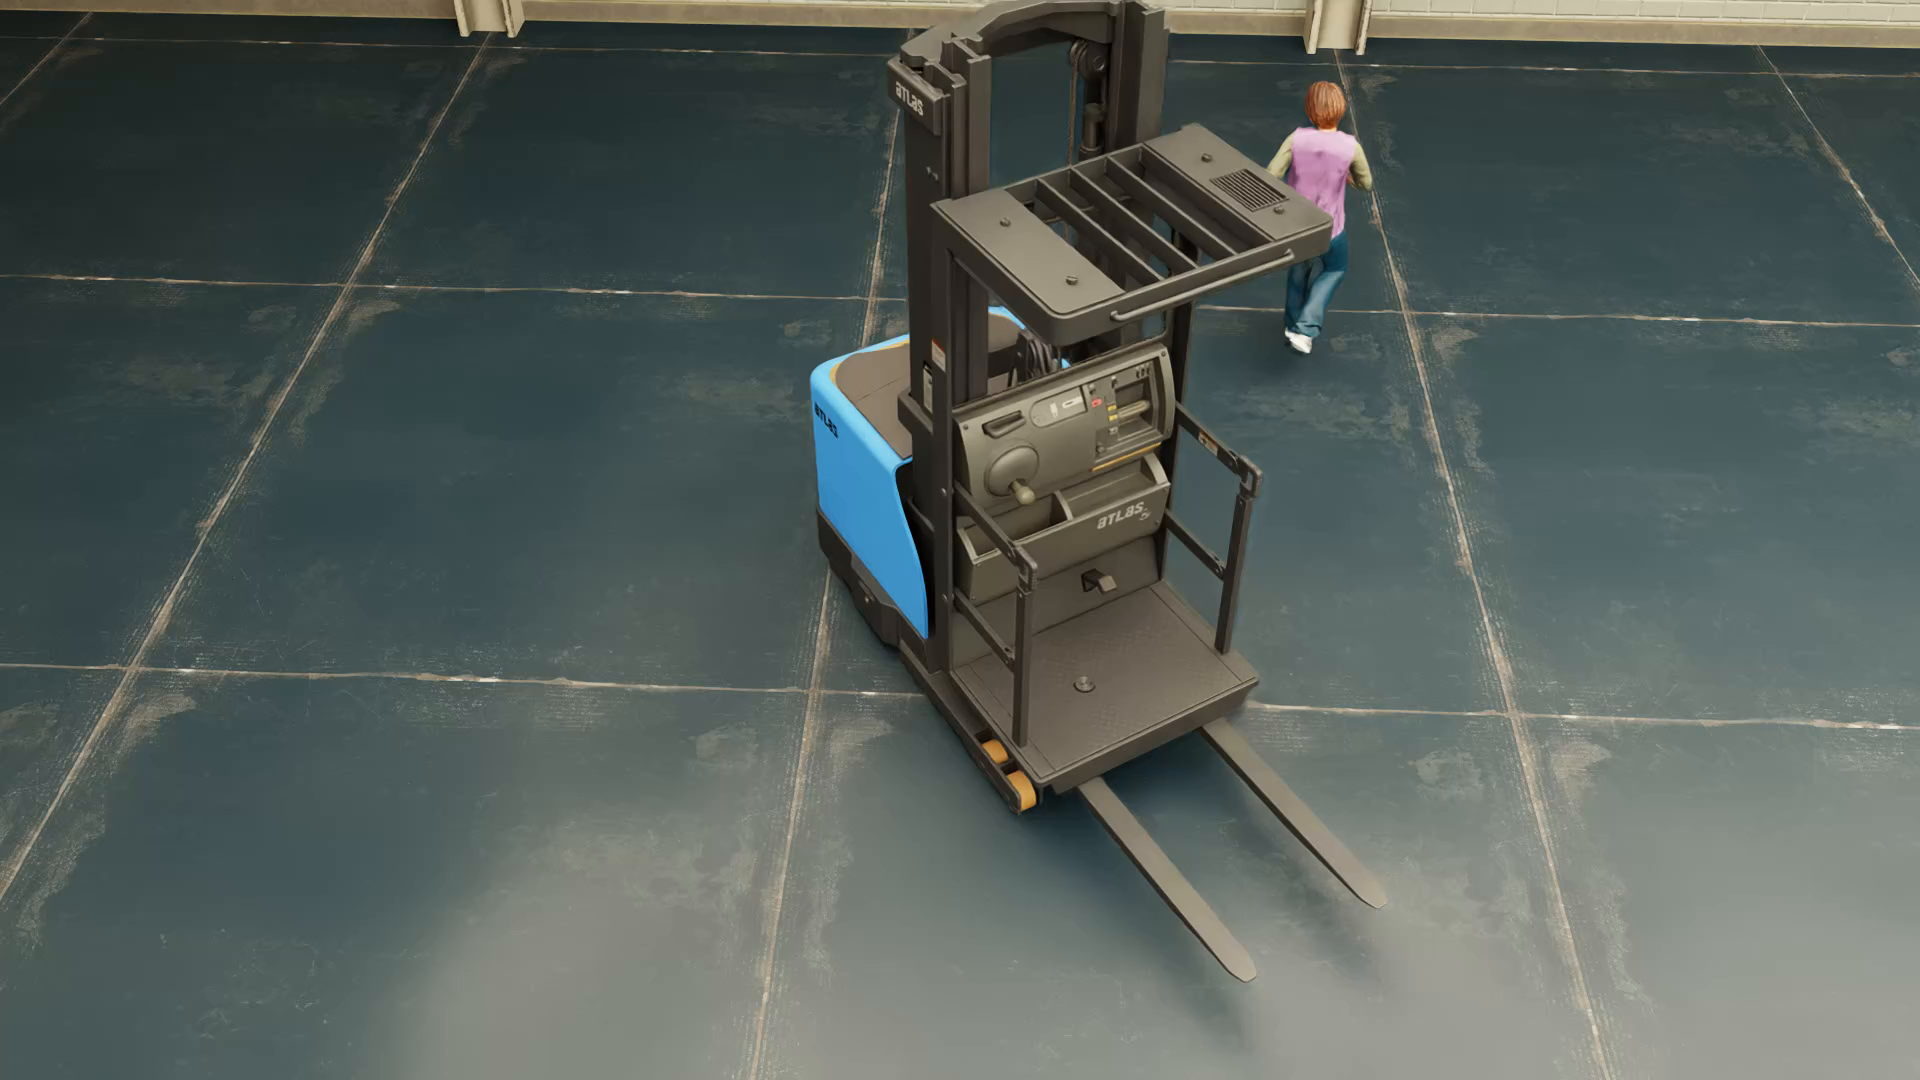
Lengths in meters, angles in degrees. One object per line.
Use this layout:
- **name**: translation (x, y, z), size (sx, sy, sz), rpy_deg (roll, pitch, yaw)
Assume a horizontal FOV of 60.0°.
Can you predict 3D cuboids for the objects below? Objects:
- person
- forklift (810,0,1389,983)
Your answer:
- **person**: translation (1.797, -1.659, 8.603), size (0.563, 1.540, 0.580), rpy_deg (23, 47, 23)
- **forklift**: translation (0.522, -0.347, 6.122), size (1.130, 2.935, 3.031), rpy_deg (-22, 47, -22)
